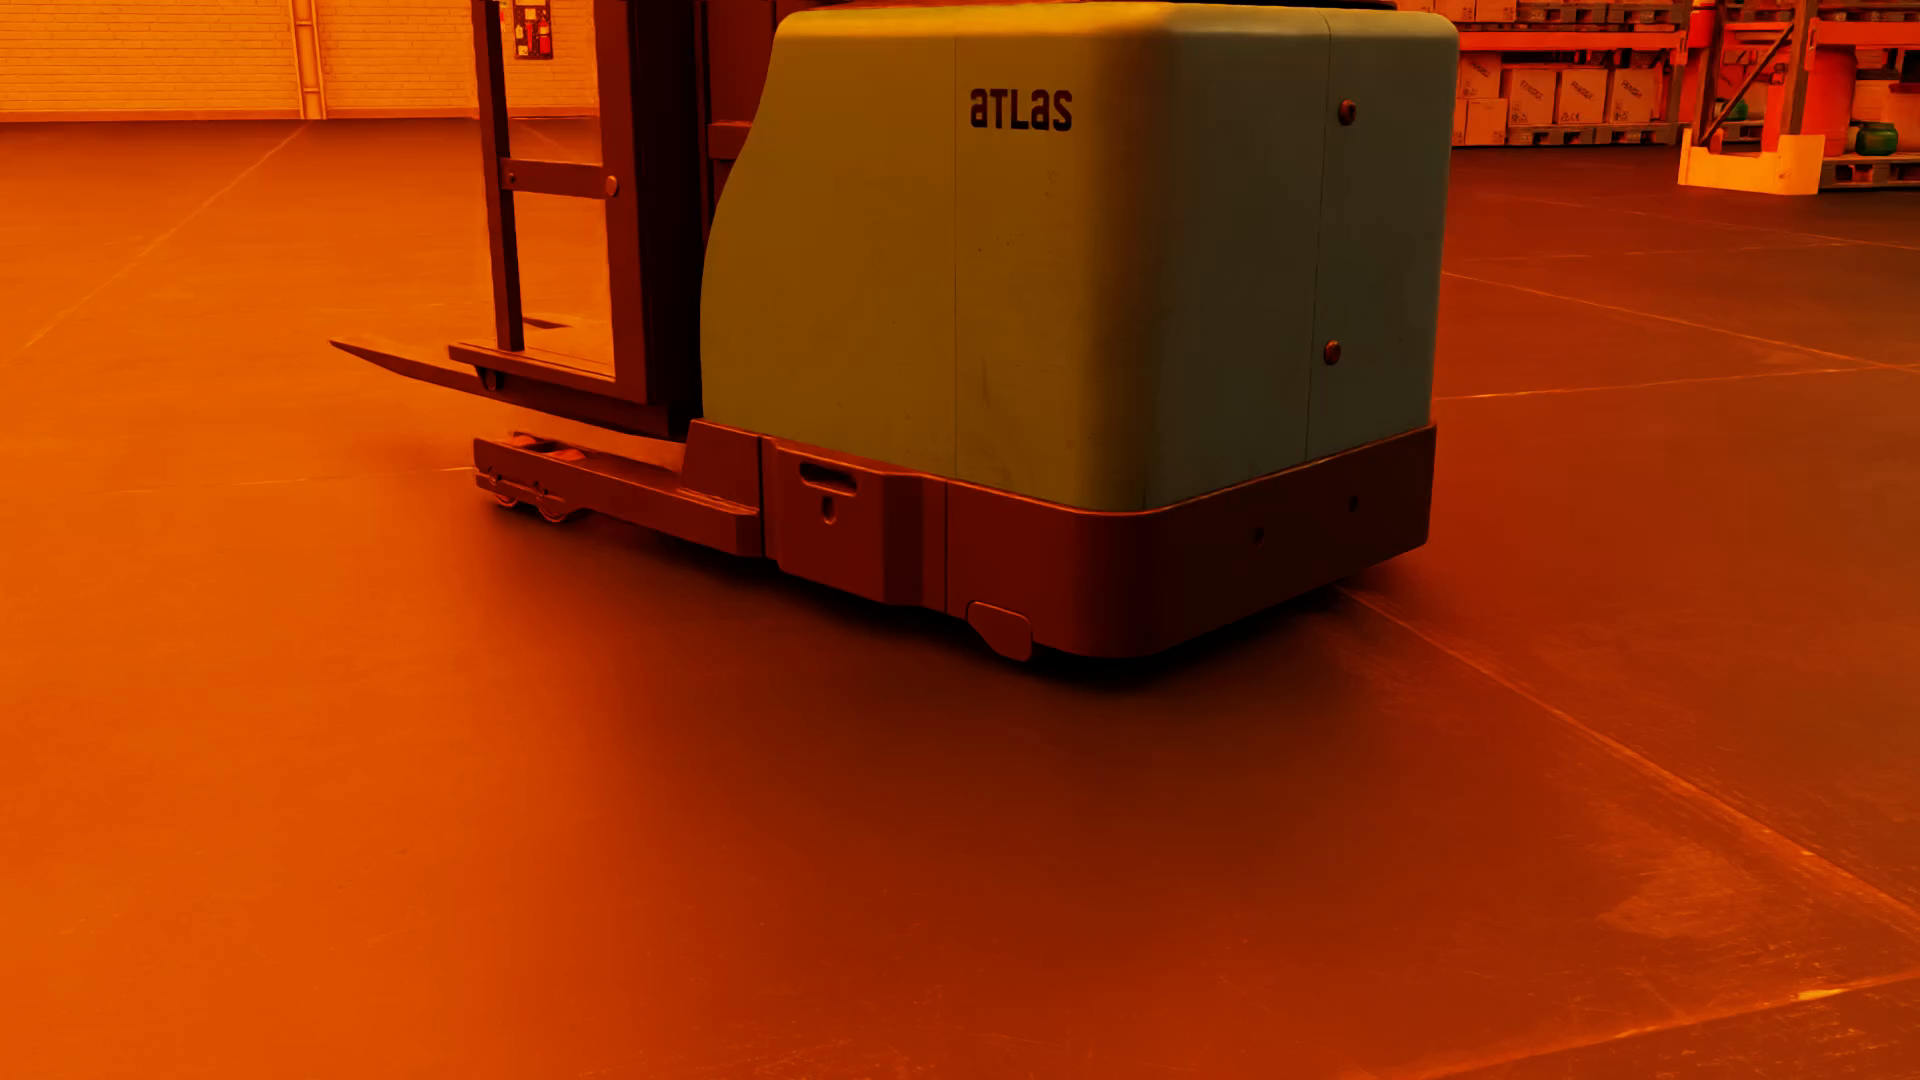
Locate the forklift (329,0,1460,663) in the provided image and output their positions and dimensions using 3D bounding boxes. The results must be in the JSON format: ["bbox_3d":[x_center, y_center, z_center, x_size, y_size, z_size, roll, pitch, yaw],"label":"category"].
[{"bbox_3d":[-0.475,-1.536,3.596,3.031,2.935,1.130,15,22,42],"label":"forklift"}]
